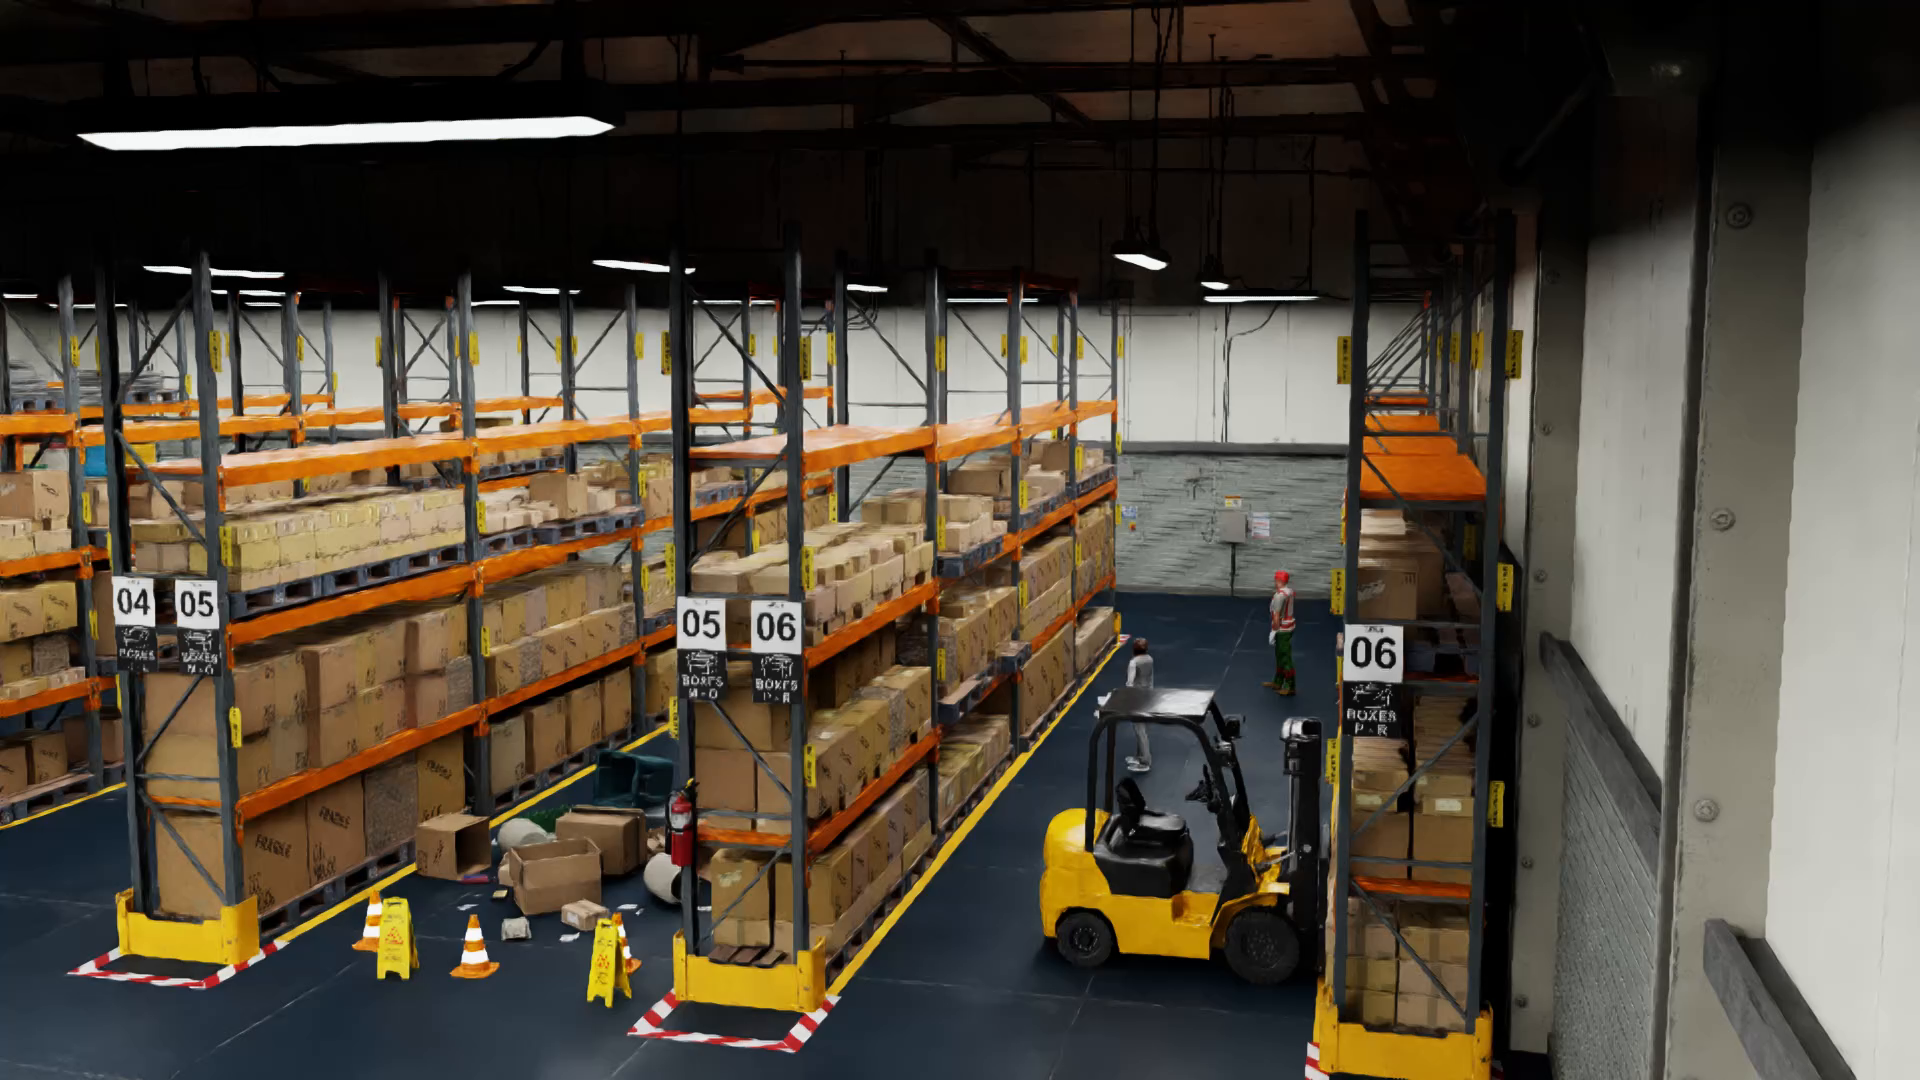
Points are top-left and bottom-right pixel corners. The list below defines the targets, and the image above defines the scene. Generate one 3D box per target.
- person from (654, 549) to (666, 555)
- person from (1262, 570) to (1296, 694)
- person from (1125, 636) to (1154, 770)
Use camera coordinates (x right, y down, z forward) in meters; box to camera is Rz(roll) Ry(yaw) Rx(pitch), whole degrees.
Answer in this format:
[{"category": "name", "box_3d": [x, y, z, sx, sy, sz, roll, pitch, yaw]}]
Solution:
[{"category": "person", "box_3d": [-5.022, 0.925, 28.250, 0.592, 1.629, 0.532, 1, 7, 12]}, {"category": "person", "box_3d": [4.661, 1.317, 24.223, 0.575, 1.786, 0.659, 3, 8, 26]}, {"category": "person", "box_3d": [2.158, 1.939, 19.953, 0.511, 1.596, 0.494, 7, 10, 44]}]
